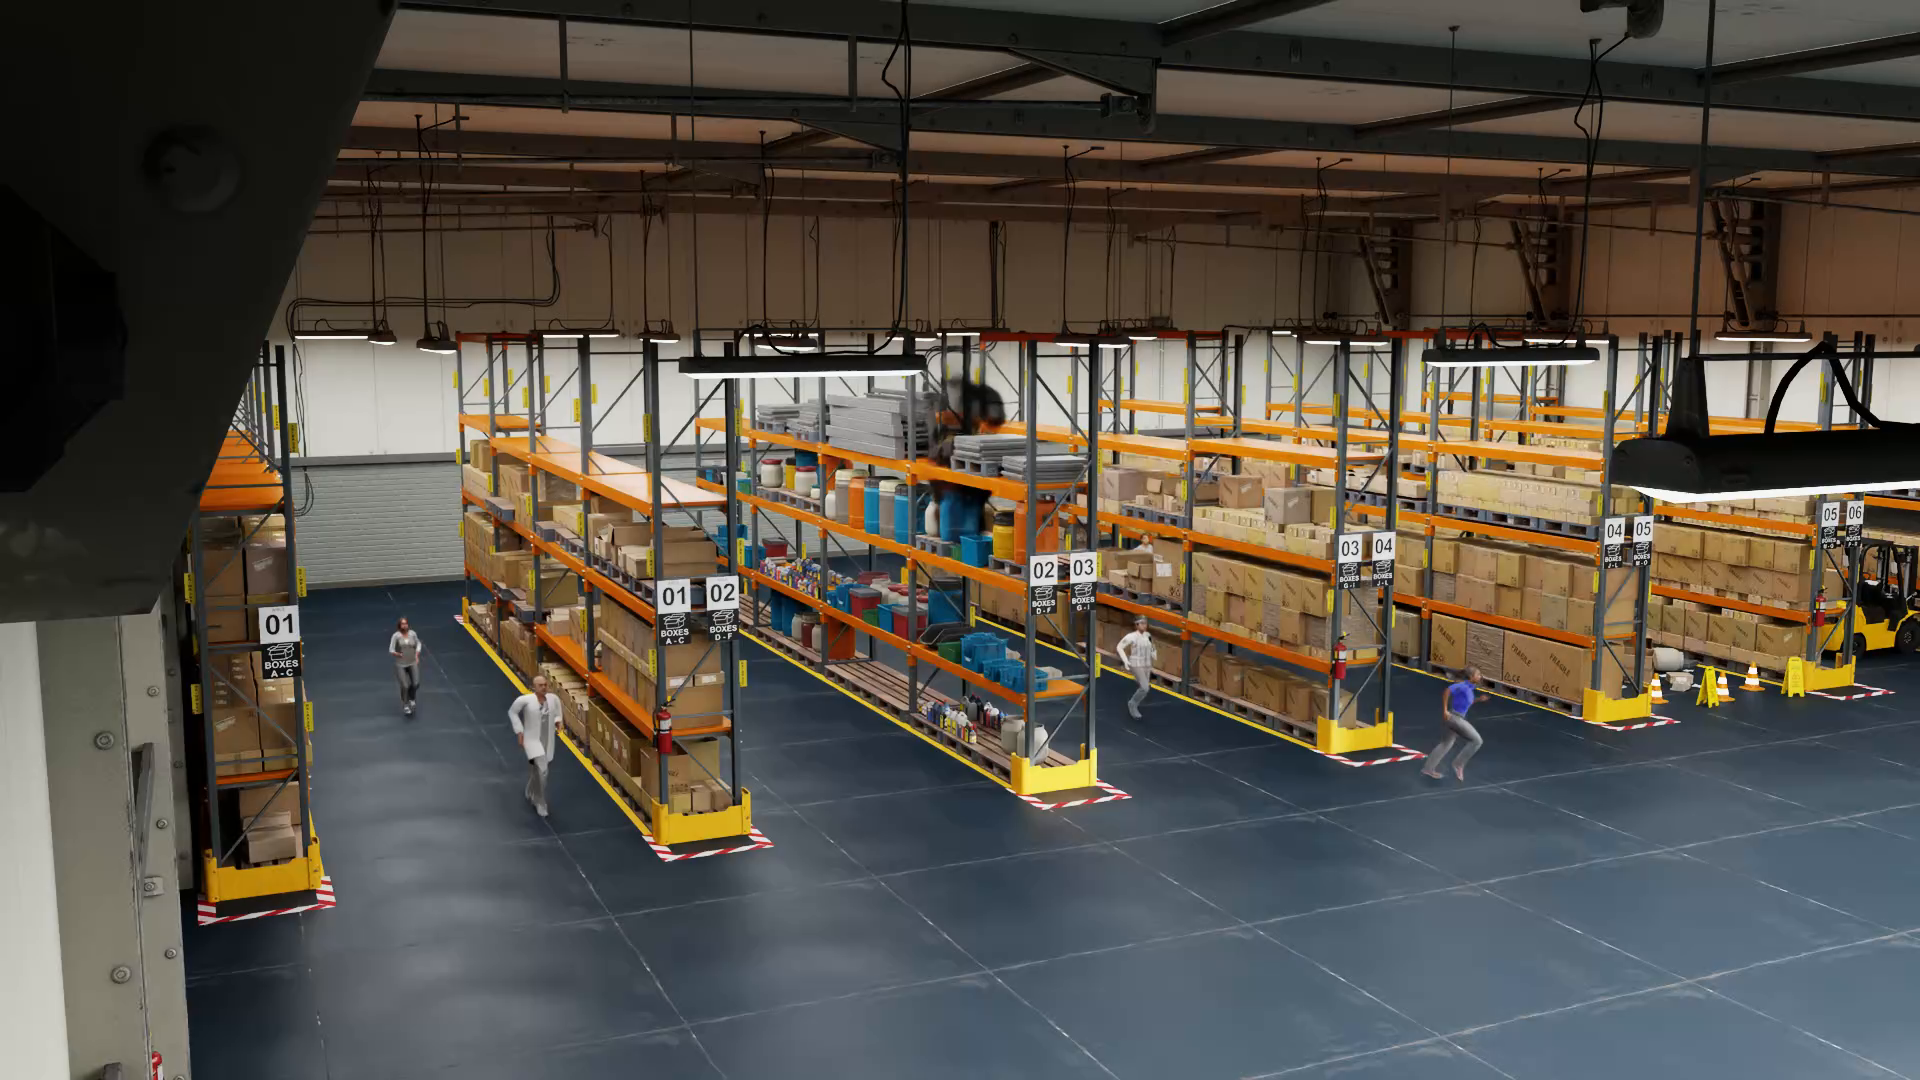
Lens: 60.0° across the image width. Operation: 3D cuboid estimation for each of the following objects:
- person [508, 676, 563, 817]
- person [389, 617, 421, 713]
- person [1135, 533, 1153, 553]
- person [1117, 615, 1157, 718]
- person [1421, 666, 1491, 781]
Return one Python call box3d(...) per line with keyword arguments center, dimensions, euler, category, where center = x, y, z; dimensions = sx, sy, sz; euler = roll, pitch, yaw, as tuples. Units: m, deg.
box3d(center=(-5.376, 2.616, 21.264), dimensions=(0.613, 1.814, 0.909), euler=(-7, 11, -44), category="person")
box3d(center=(-8.766, 2.011, 26.386), dimensions=(0.524, 1.537, 0.537), euler=(-4, 9, -29), category="person")
box3d(center=(4.044, 0.657, 36.194), dimensions=(0.571, 1.633, 0.535), euler=(-3, 8, -20), category="person")
box3d(center=(2.847, 1.991, 26.064), dimensions=(0.593, 1.655, 0.616), euler=(-5, 9, -35), category="person")
box3d(center=(6.753, 2.493, 22.626), dimensions=(0.871, 1.573, 0.565), euler=(2, 8, 13), category="person")
